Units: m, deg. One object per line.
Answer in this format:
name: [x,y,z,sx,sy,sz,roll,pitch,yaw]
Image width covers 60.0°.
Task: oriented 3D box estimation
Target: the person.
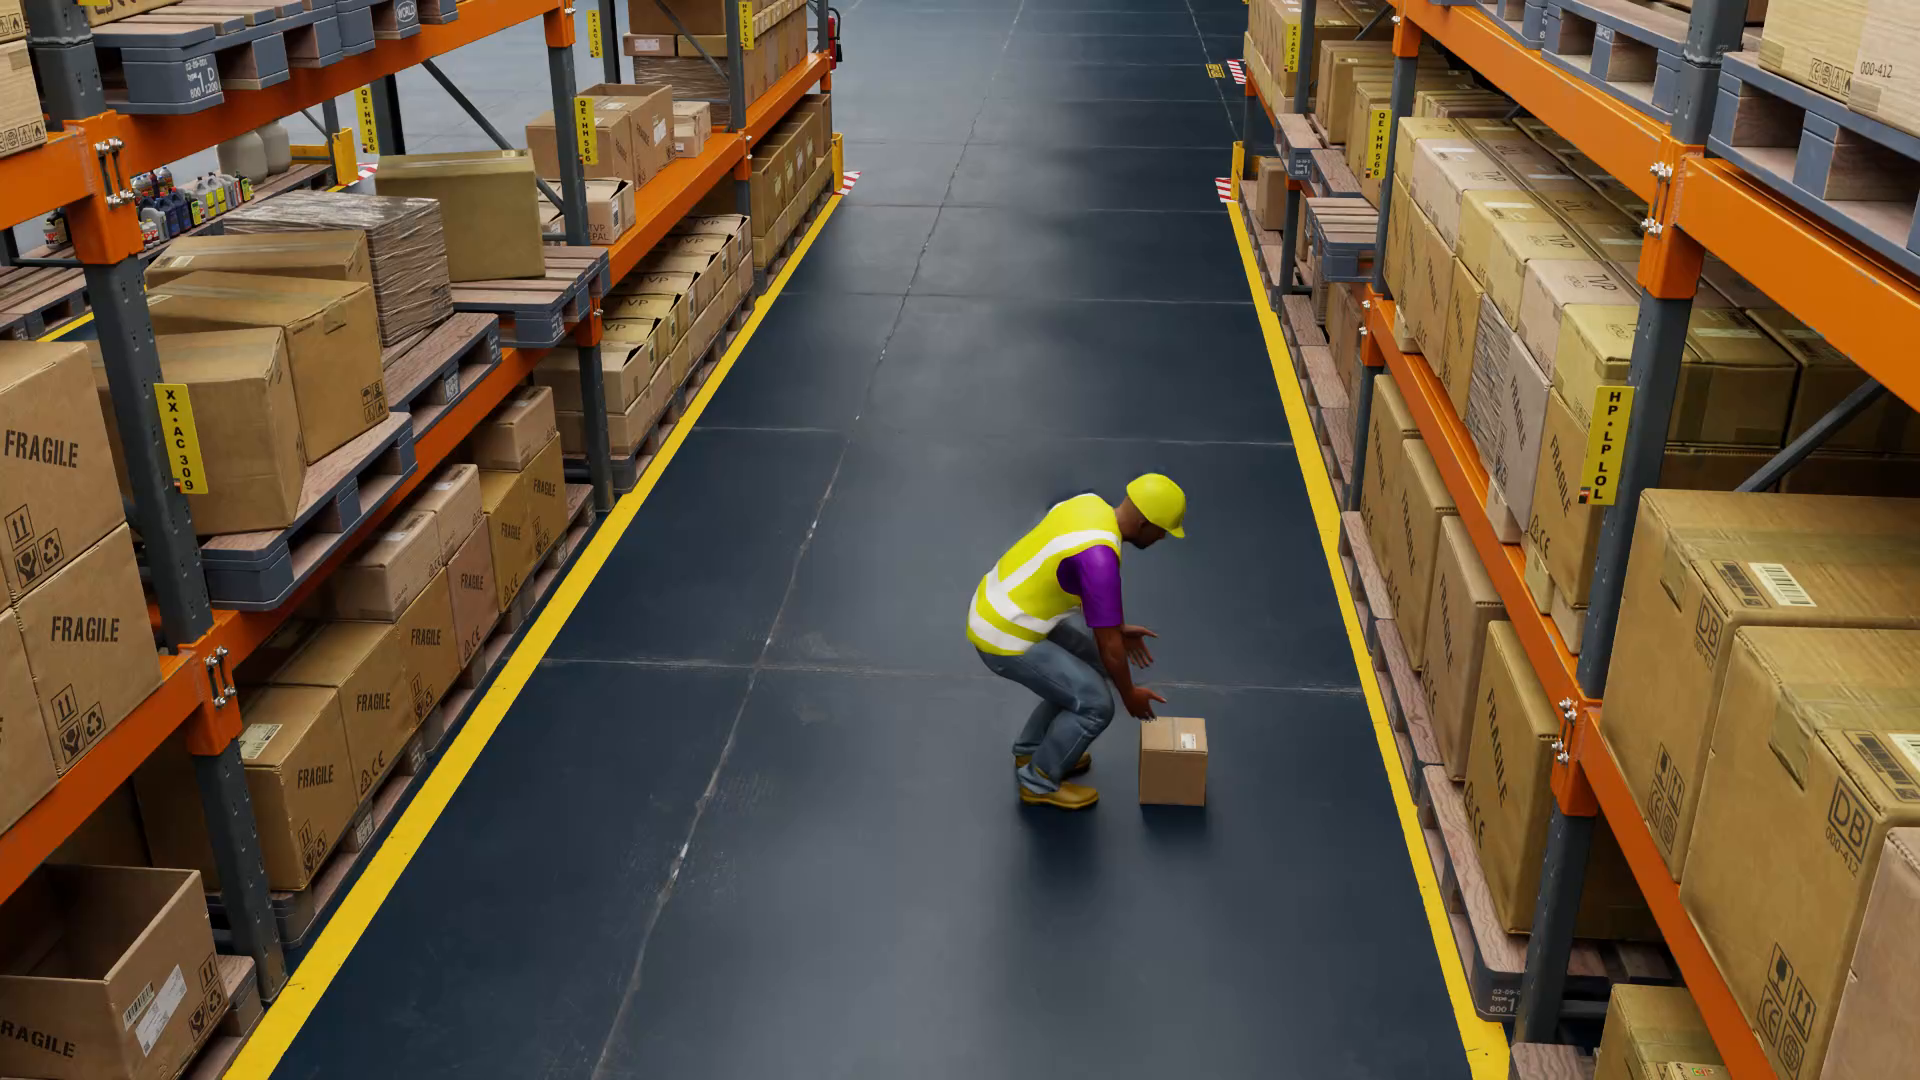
person: [0.430,0.350,6.353,0.805,1.313,0.629,2,24,4]
